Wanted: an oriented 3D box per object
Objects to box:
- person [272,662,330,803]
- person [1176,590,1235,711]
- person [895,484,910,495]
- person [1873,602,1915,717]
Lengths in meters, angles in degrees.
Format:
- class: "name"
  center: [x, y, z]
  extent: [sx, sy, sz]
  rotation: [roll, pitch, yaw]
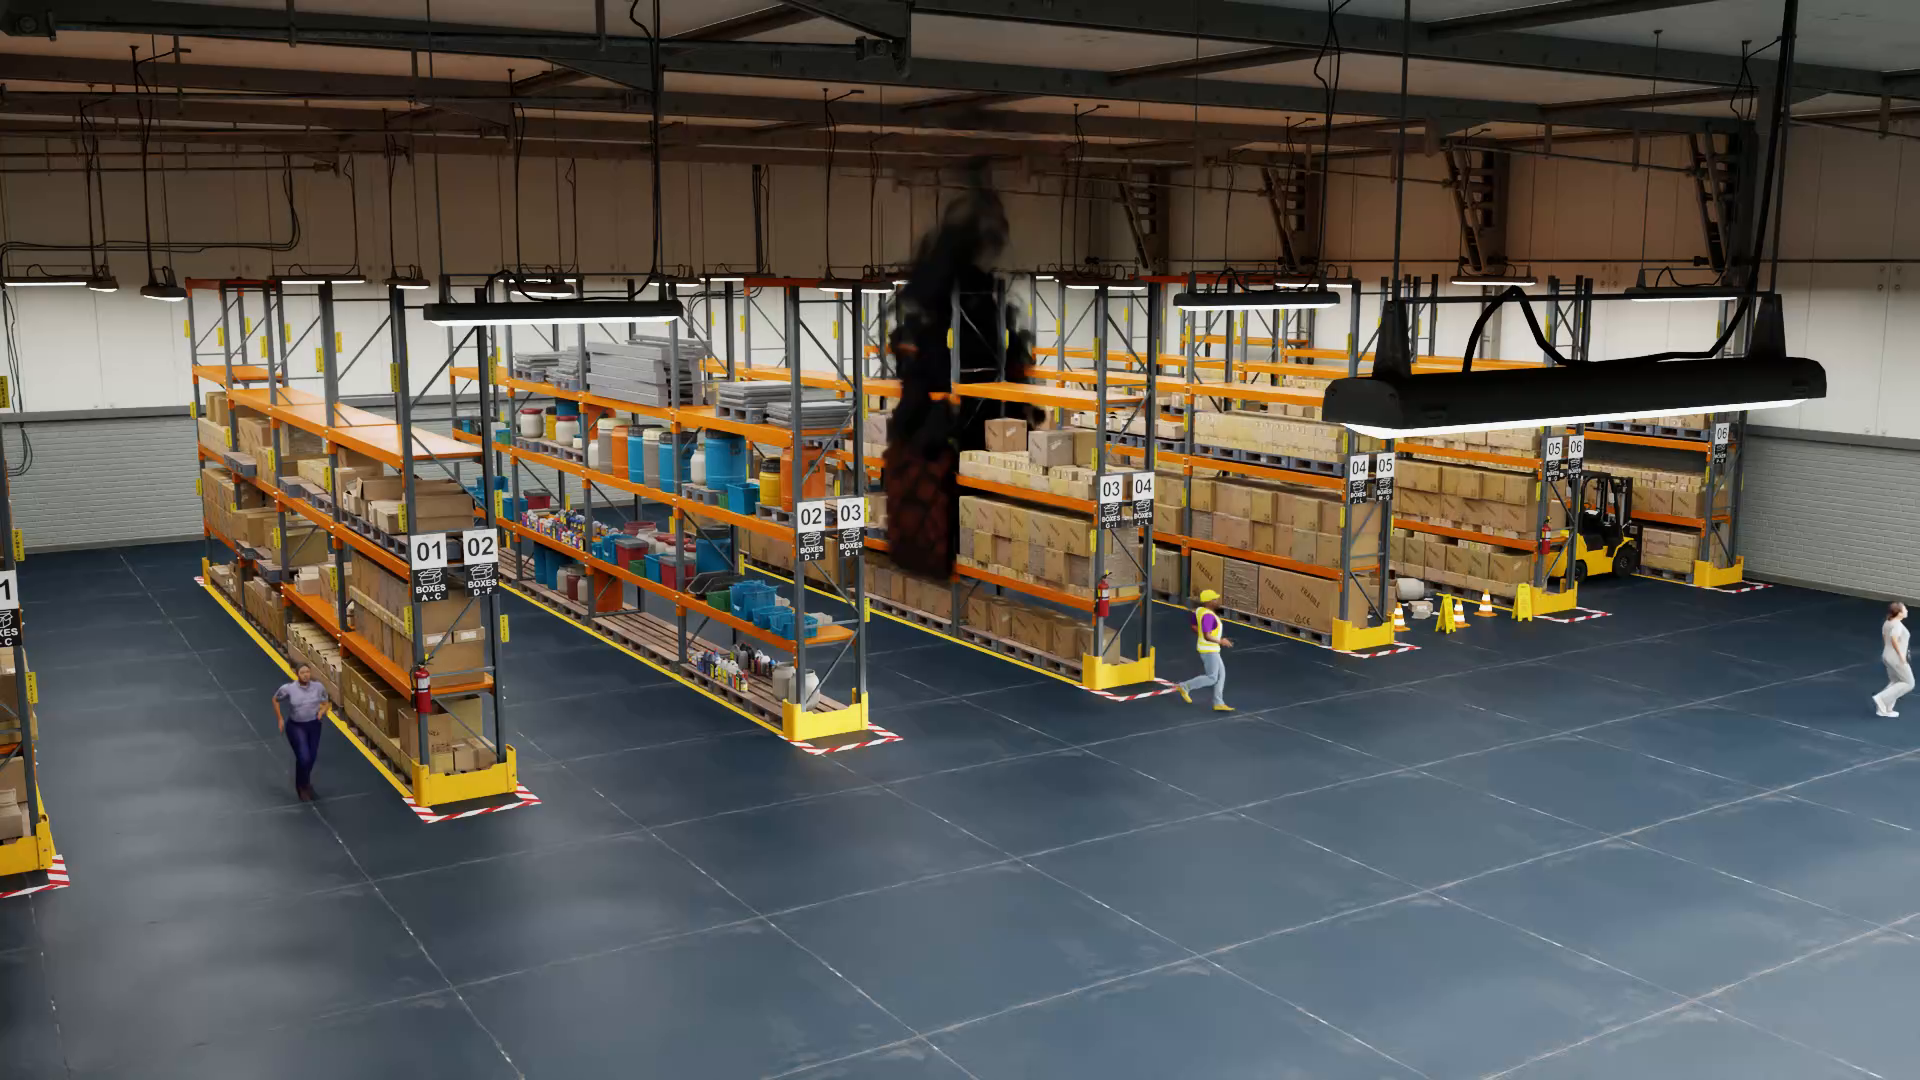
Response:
- class: "person"
  center: [-7.756, 2.267, 19.697]
  extent: [0.566, 1.687, 0.783]
  rotation: [-8, 13, -41]
- class: "person"
  center: [3.477, 1.569, 23.525]
  extent: [0.850, 1.763, 0.701]
  rotation: [0, 10, 0]
- class: "person"
  center: [-1.401, -1.473, 41.994]
  extent: [0.632, 1.655, 0.597]
  rotation: [2, 10, 11]
- class: "person"
  center: [13.038, 1.668, 23.192]
  extent: [0.512, 1.633, 0.569]
  rotation: [1, 10, 9]
